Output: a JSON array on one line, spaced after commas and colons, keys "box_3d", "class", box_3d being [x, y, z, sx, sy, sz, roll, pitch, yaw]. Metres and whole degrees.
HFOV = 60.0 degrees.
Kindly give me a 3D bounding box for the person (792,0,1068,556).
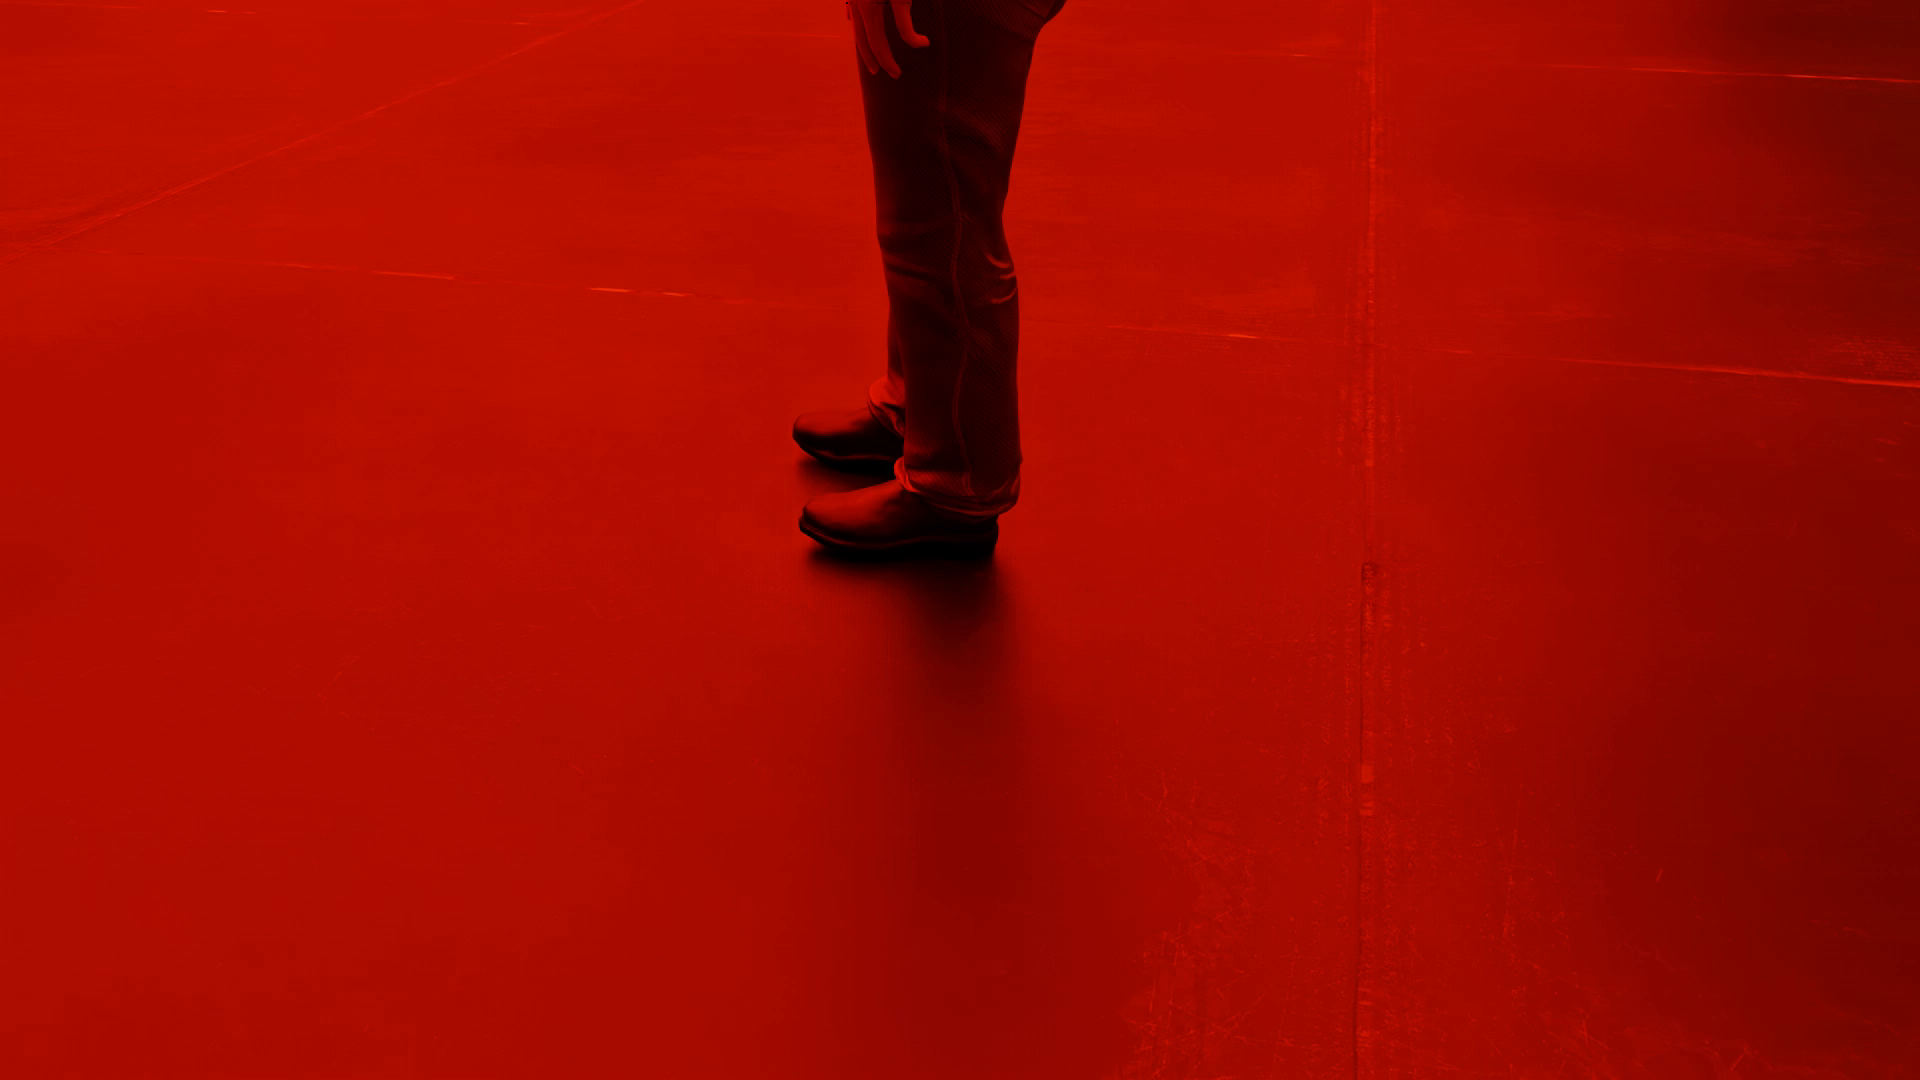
[{"box_3d": [-0.060, -0.784, 2.128, 0.566, 1.722, 0.633, 6, 27, 11], "class": "person"}]
